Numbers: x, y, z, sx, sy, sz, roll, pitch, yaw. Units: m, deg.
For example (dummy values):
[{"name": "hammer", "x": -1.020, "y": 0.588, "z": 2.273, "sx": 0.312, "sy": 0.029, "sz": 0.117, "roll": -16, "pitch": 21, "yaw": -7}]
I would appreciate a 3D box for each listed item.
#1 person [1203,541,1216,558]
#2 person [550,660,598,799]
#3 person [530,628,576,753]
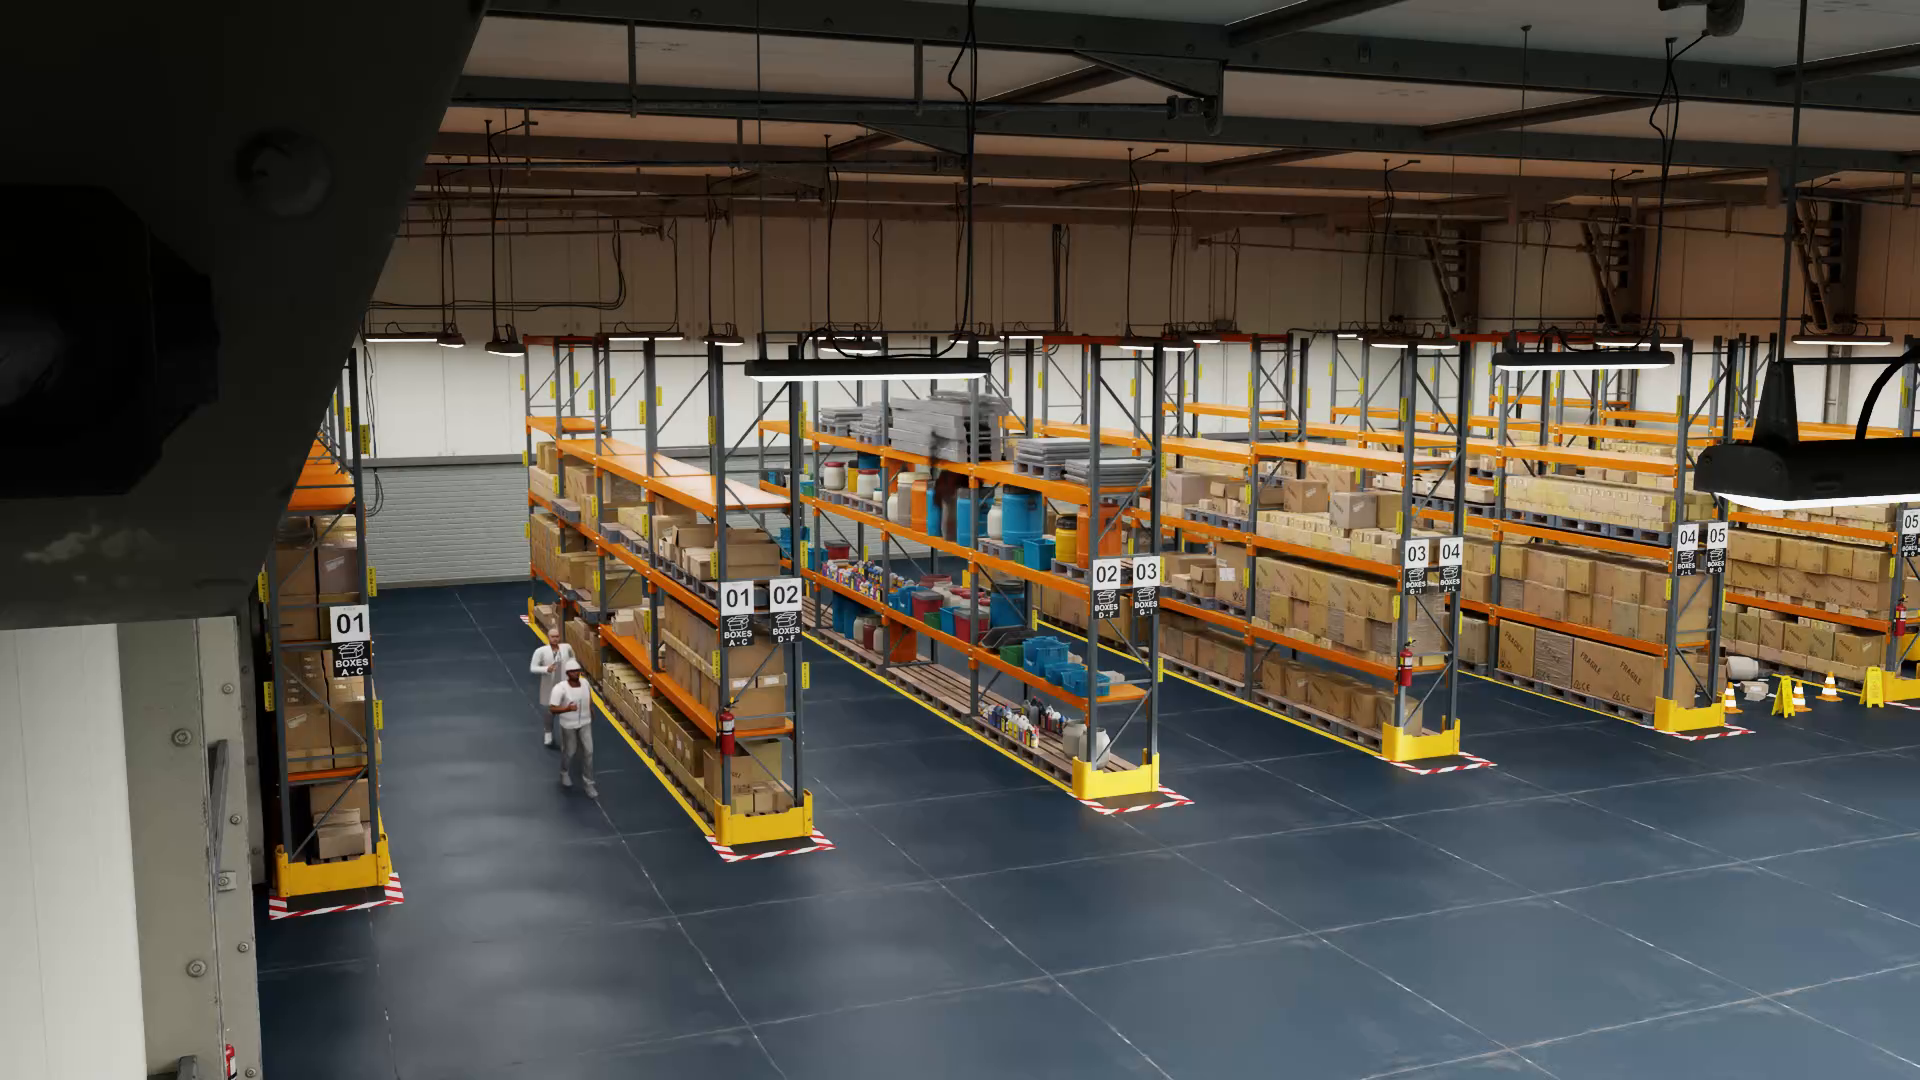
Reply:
[{"name": "person", "x": 5.306, "y": 0.843, "z": 35.010, "sx": 0.590, "sy": 1.660, "sz": 0.619, "roll": -4, "pitch": 8, "yaw": -25}, {"name": "person", "x": -5.146, "y": 2.495, "z": 22.208, "sx": 0.683, "sy": 1.808, "sz": 0.845, "roll": -5, "pitch": 9, "yaw": -35}, {"name": "person", "x": -5.958, "y": 2.191, "z": 24.421, "sx": 0.702, "sy": 1.823, "sz": 0.969, "roll": -3, "pitch": 8, "yaw": -22}]
